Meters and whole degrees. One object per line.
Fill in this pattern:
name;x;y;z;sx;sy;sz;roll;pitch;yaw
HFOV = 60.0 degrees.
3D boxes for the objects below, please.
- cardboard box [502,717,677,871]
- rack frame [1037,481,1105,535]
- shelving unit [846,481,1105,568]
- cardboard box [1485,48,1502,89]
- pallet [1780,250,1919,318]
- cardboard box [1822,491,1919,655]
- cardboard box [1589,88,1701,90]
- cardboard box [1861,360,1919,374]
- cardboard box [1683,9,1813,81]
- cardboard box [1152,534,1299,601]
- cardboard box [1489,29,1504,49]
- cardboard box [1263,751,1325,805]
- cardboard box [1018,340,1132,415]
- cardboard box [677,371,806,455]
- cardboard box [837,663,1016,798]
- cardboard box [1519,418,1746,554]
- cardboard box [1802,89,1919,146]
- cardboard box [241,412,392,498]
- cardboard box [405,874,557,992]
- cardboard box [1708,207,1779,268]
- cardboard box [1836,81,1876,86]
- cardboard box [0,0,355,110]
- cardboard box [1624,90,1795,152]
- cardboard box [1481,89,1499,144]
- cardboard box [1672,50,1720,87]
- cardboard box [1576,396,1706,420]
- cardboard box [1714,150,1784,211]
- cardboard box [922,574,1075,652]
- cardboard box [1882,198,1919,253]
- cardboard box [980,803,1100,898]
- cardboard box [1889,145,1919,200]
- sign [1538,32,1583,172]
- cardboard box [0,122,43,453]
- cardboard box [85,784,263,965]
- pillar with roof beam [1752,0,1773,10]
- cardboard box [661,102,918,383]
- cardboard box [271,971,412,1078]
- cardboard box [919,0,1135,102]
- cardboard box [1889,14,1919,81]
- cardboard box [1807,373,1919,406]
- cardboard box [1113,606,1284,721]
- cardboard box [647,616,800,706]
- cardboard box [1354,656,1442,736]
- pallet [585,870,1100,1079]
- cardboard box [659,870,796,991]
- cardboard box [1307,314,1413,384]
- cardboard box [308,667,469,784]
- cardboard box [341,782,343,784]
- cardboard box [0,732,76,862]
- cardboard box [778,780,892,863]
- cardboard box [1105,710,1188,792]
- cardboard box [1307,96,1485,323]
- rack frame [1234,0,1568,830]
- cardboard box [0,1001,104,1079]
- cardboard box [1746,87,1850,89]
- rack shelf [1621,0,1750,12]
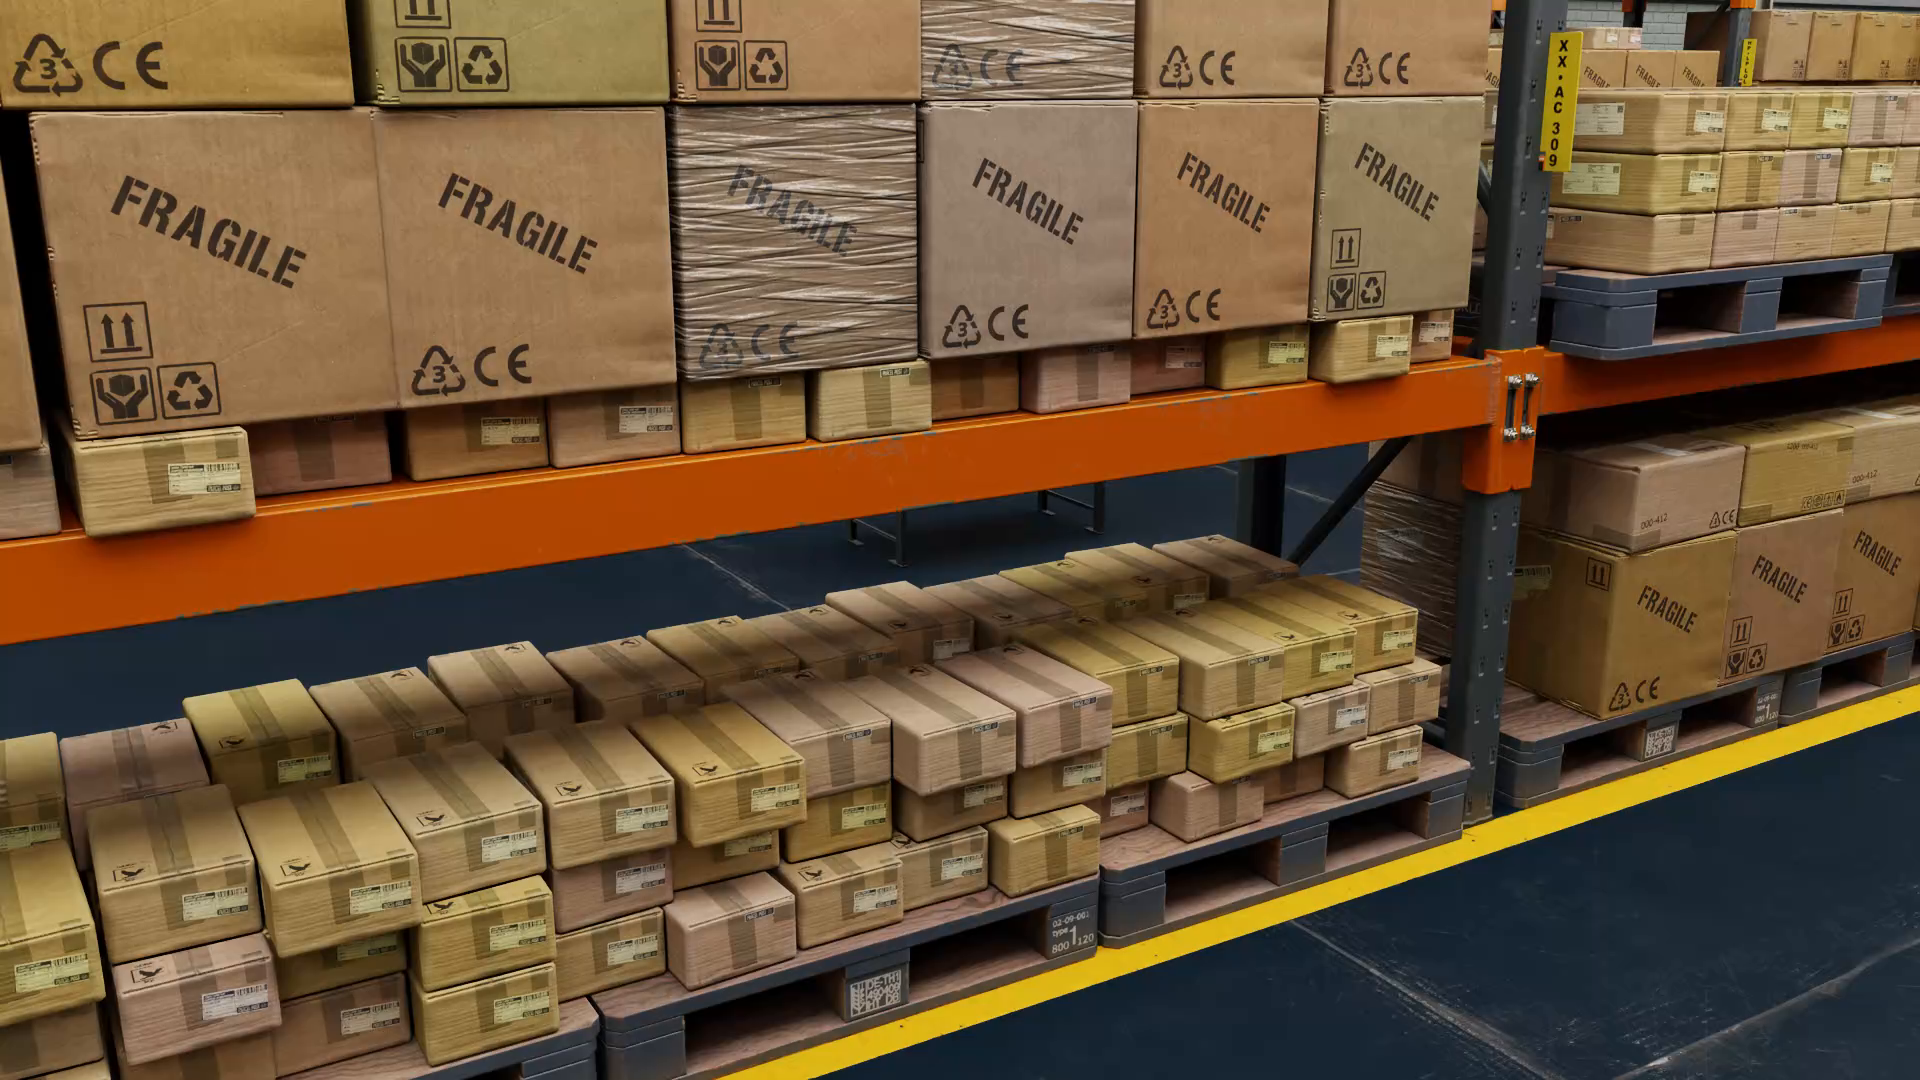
cardboard box;-0.766;0.514;3.421;0.250;0.149;0.380;-8;18;-28
rack frame;0.509;-0.805;7.502;0.032;1.500;0.500;-9;18;-30
shelving unit;0.073;-0.734;7.250;1.048;1.500;0.538;-9;18;-30
cardboard box;3.362;-3.010;11.075;0.500;0.500;0.500;-9;18;-29
pallet;2.923;-0.950;5.595;1.213;0.211;1.003;-9;18;-30
cardboard box;2.835;0.040;5.564;0.500;0.500;0.500;-9;18;-29
cardboard box;2.091;-1.349;5.249;0.250;0.149;0.380;-9;18;-30
cardboard box;3.448;-0.576;6.371;0.500;0.250;0.500;-9;18;-30
cardboard box;5.880;-3.698;12.455;0.500;0.500;0.700;-9;18;-30
cardboard box;0.768;0.113;4.849;0.250;0.149;0.380;-8;18;-27
cardboard box;3.928;-3.561;11.841;0.250;0.149;0.380;-8;18;-27
cardboard box;0.743;0.550;4.394;0.250;0.149;0.380;-9;18;-28
cardboard box;0.170;-0.397;3.733;0.250;0.149;0.380;-10;19;-32
cardboard box;-0.501;-0.291;3.358;0.250;0.149;0.380;-8;18;-28
cardboard box;-0.081;0.421;3.751;0.250;0.149;0.380;-10;18;-32
cardboard box;1.939;-0.172;4.929;0.500;0.250;0.500;-10;19;-32
cardboard box;2.636;-1.232;4.832;0.250;0.149;0.380;-9;18;-30
cardboard box;-1.206;-0.201;3.033;0.250;0.149;0.380;-8;18;-27
cardboard box;-0.974;0.709;3.275;0.250;0.149;0.380;-9;18;-28
cardboard box;1.979;-0.840;4.537;0.250;0.149;0.380;-9;18;-29
cardboard box;6.768;-3.344;13.045;0.500;0.500;0.500;-9;18;-30
cardboard box;-1.308;-0.960;2.688;0.500;0.500;0.500;-9;18;-28
cardboard box;1.980;-1.127;4.457;0.250;0.149;0.380;-9;18;-28
cardboard box;1.413;-1.239;4.859;0.250;0.149;0.380;-8;18;-27
cardboard box;5.114;-3.290;12.075;0.500;0.500;0.500;-10;18;-31
cardboard box;2.126;-0.361;5.603;0.500;0.250;0.500;-8;18;-27
cardboard box;1.966;-0.980;4.484;0.250;0.149;0.380;-10;18;-31
cardboard box;0.098;0.226;4.448;0.250;0.149;0.380;-10;18;-31
cardboard box;2.629;-0.944;4.908;0.250;0.149;0.380;-10;19;-32
cardboard box;0.122;0.677;3.941;0.250;0.149;0.380;-9;18;-30
cardboard box;2.639;-1.090;4.878;0.250;0.149;0.380;-8;18;-27
sign;1.456;-1.063;4.041;0.005;0.325;0.100;-9;18;-30
cardboard box;-1.732;-0.404;2.559;0.500;0.500;0.500;-8;18;-27
cardboard box;-1.460;0.609;3.081;0.250;0.149;0.380;-9;18;-29
pillar with roof beam;12.560;-7.556;17.694;0.400;9.000;9.100;-9;18;-30
cardboard box;-0.426;-0.622;3.336;0.500;0.500;0.500;-10;18;-31
cardboard box;-1.253;0.866;3.268;0.250;0.149;0.380;-9;18;-29
cardboard box;0.020;-1.175;3.454;0.500;0.500;0.500;-9;18;-28
cardboard box;7.174;-3.921;13.250;0.500;0.500;0.700;-9;18;-30
cardboard box;3.276;-0.391;5.710;0.500;0.250;0.500;-9;18;-28
cardboard box;0.591;0.304;4.169;0.250;0.149;0.380;-9;18;-30
cardboard box;-0.585;0.325;4.096;0.250;0.149;0.380;-9;18;-29
cardboard box;1.064;0.374;4.471;0.250;0.149;0.380;-9;18;-29
pallet;-0.435;0.844;4.007;1.213;0.211;1.003;-9;18;-30
cardboard box;-0.550;0.784;3.561;0.250;0.149;0.380;-10;19;-32
cardboard box;0.881;-0.495;4.083;0.250;0.149;0.380;-10;18;-31
cardboard box;-1.279;0.429;3.724;0.250;0.149;0.380;-10;19;-32
cardboard box;-1.226;0.587;3.711;0.250;0.149;0.380;-9;18;-30
cardboard box;-1.936;0.537;3.337;0.250;0.149;0.380;-9;18;-29
cardboard box;-0.347;0.568;3.780;0.250;0.149;0.380;-8;18;-27
cardboard box;0.352;0.468;4.136;0.250;0.149;0.380;-9;18;-29
cardboard box;0.901;-0.829;4.075;0.500;0.500;0.500;-9;18;-30
rack frame;1.170;-0.771;4.601;0.127;3.000;1.000;-9;18;-30
cardboard box;-1.678;0.799;2.954;0.250;0.149;0.380;-8;18;-27
cardboard box;2.761;-1.458;5.639;0.250;0.149;0.380;-10;18;-30
rack shelf;3.677;-3.834;11.305;4.000;0.370;1.077;-9;18;-30
